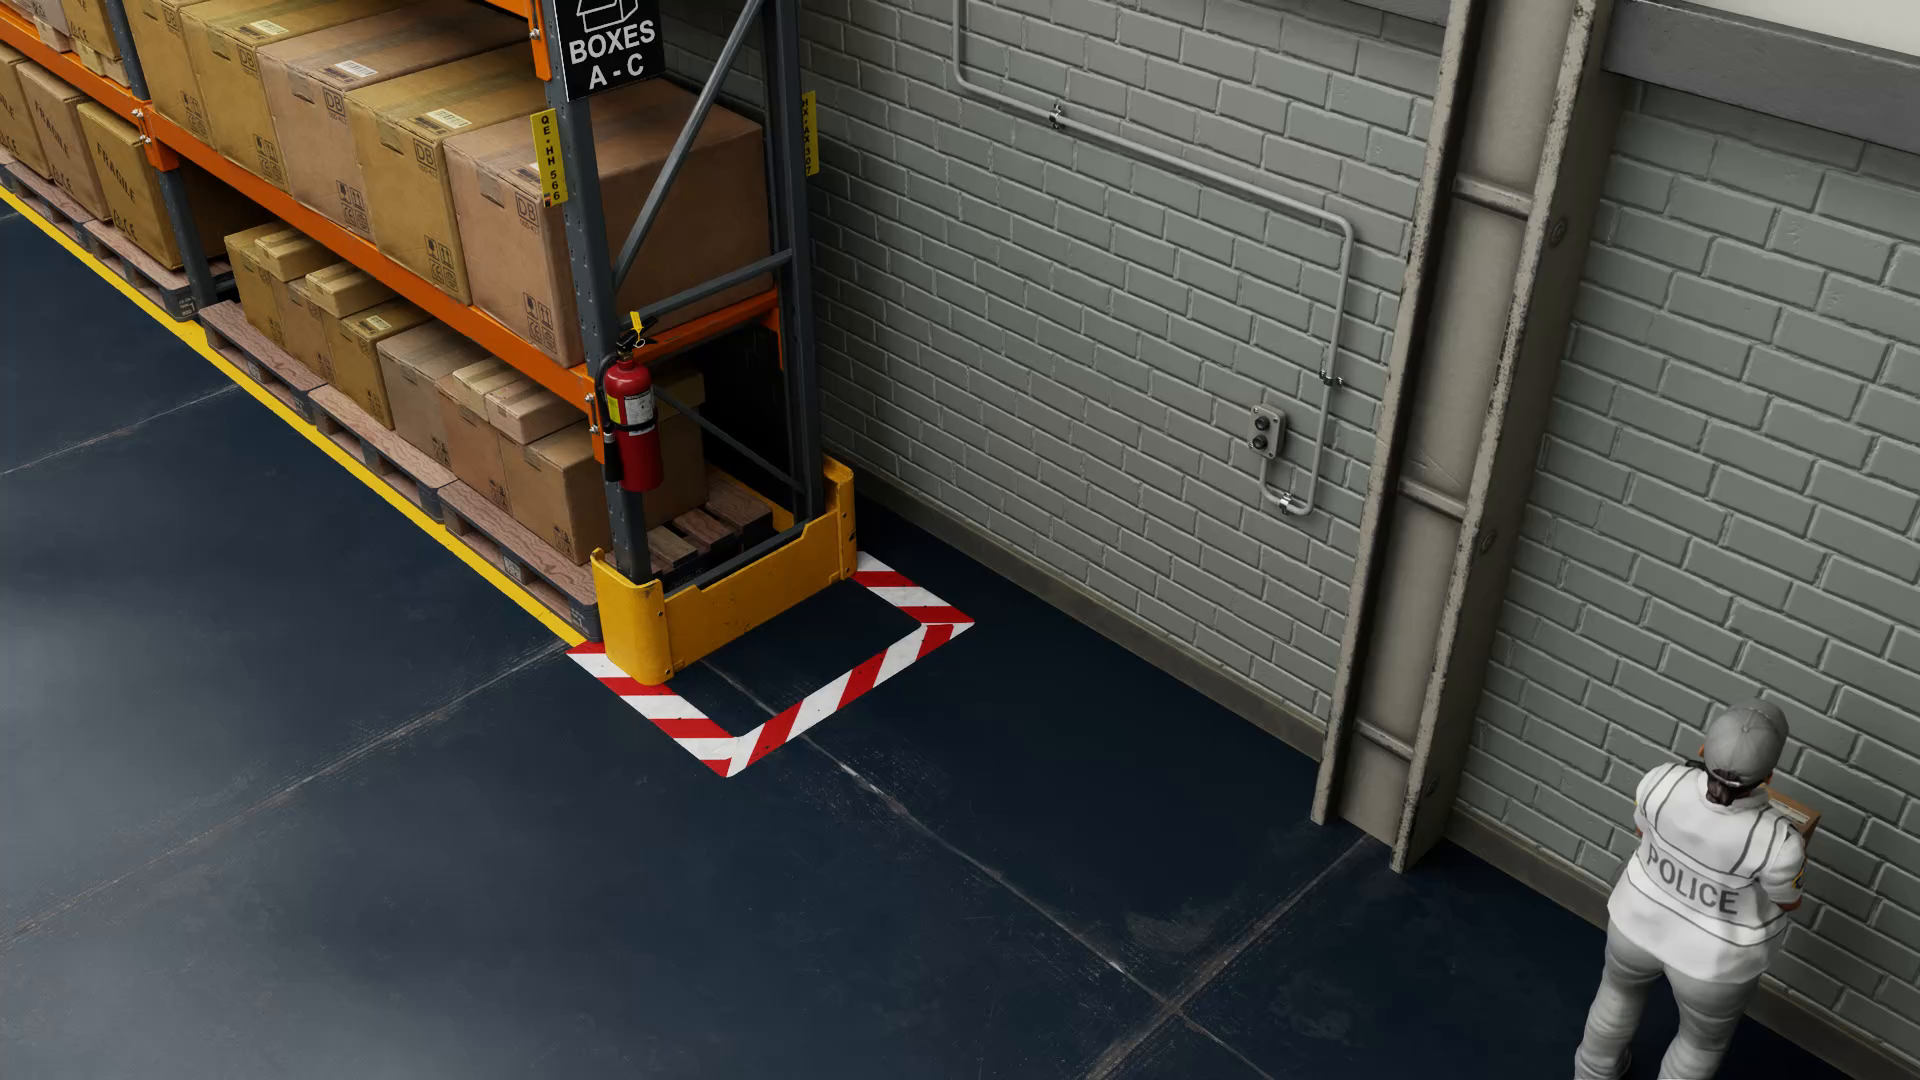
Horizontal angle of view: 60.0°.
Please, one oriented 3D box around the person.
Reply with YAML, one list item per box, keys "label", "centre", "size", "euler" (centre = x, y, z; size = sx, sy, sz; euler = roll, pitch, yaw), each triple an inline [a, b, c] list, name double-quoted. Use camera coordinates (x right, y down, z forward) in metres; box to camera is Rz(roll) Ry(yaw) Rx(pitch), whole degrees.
- label: "person"
  centre: [2.066, 1.066, 4.667]
  size: [0.453, 1.653, 0.535]
  euler: [30, 45, 35]
